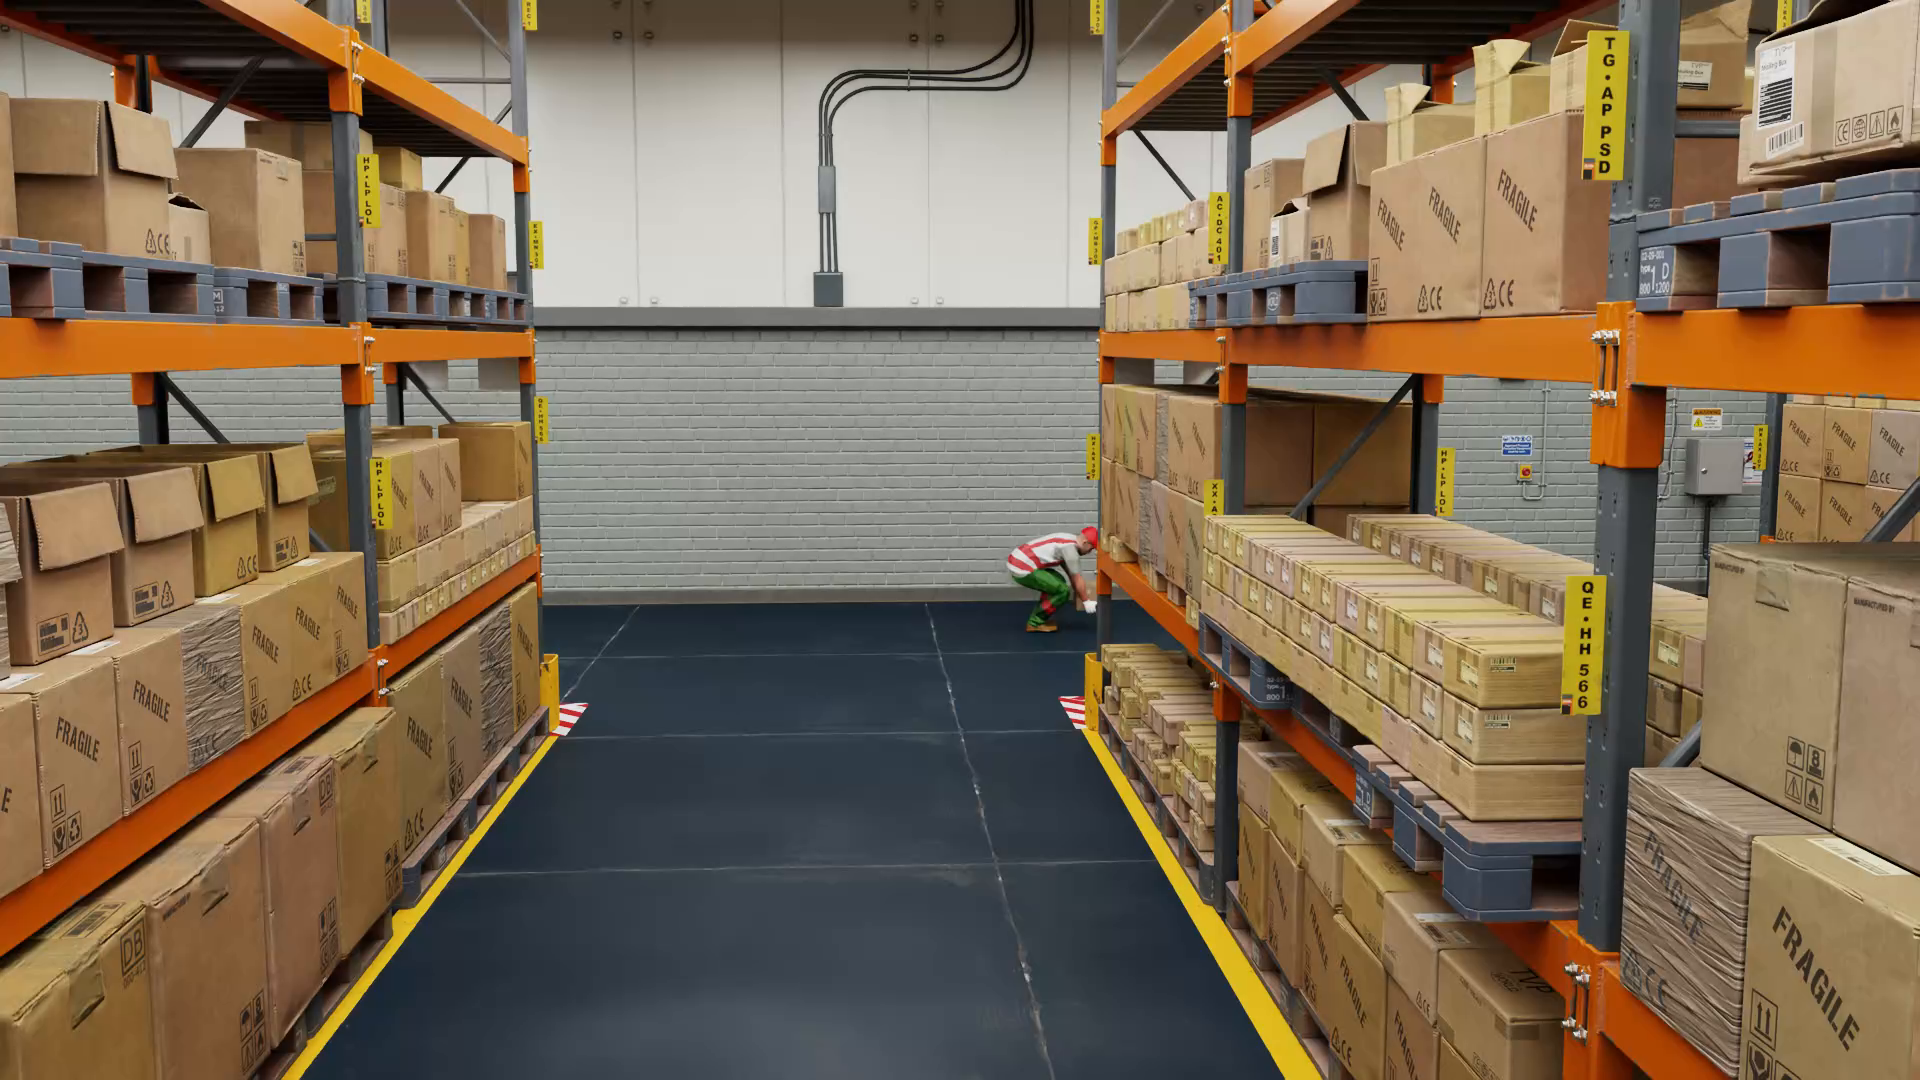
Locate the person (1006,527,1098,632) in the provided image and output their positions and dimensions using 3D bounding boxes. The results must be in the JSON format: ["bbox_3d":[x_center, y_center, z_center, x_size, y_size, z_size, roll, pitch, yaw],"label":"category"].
[{"bbox_3d":[0.904,0.372,15.915,0.920,0.988,0.533,-1,7,-5],"label":"person"}]
